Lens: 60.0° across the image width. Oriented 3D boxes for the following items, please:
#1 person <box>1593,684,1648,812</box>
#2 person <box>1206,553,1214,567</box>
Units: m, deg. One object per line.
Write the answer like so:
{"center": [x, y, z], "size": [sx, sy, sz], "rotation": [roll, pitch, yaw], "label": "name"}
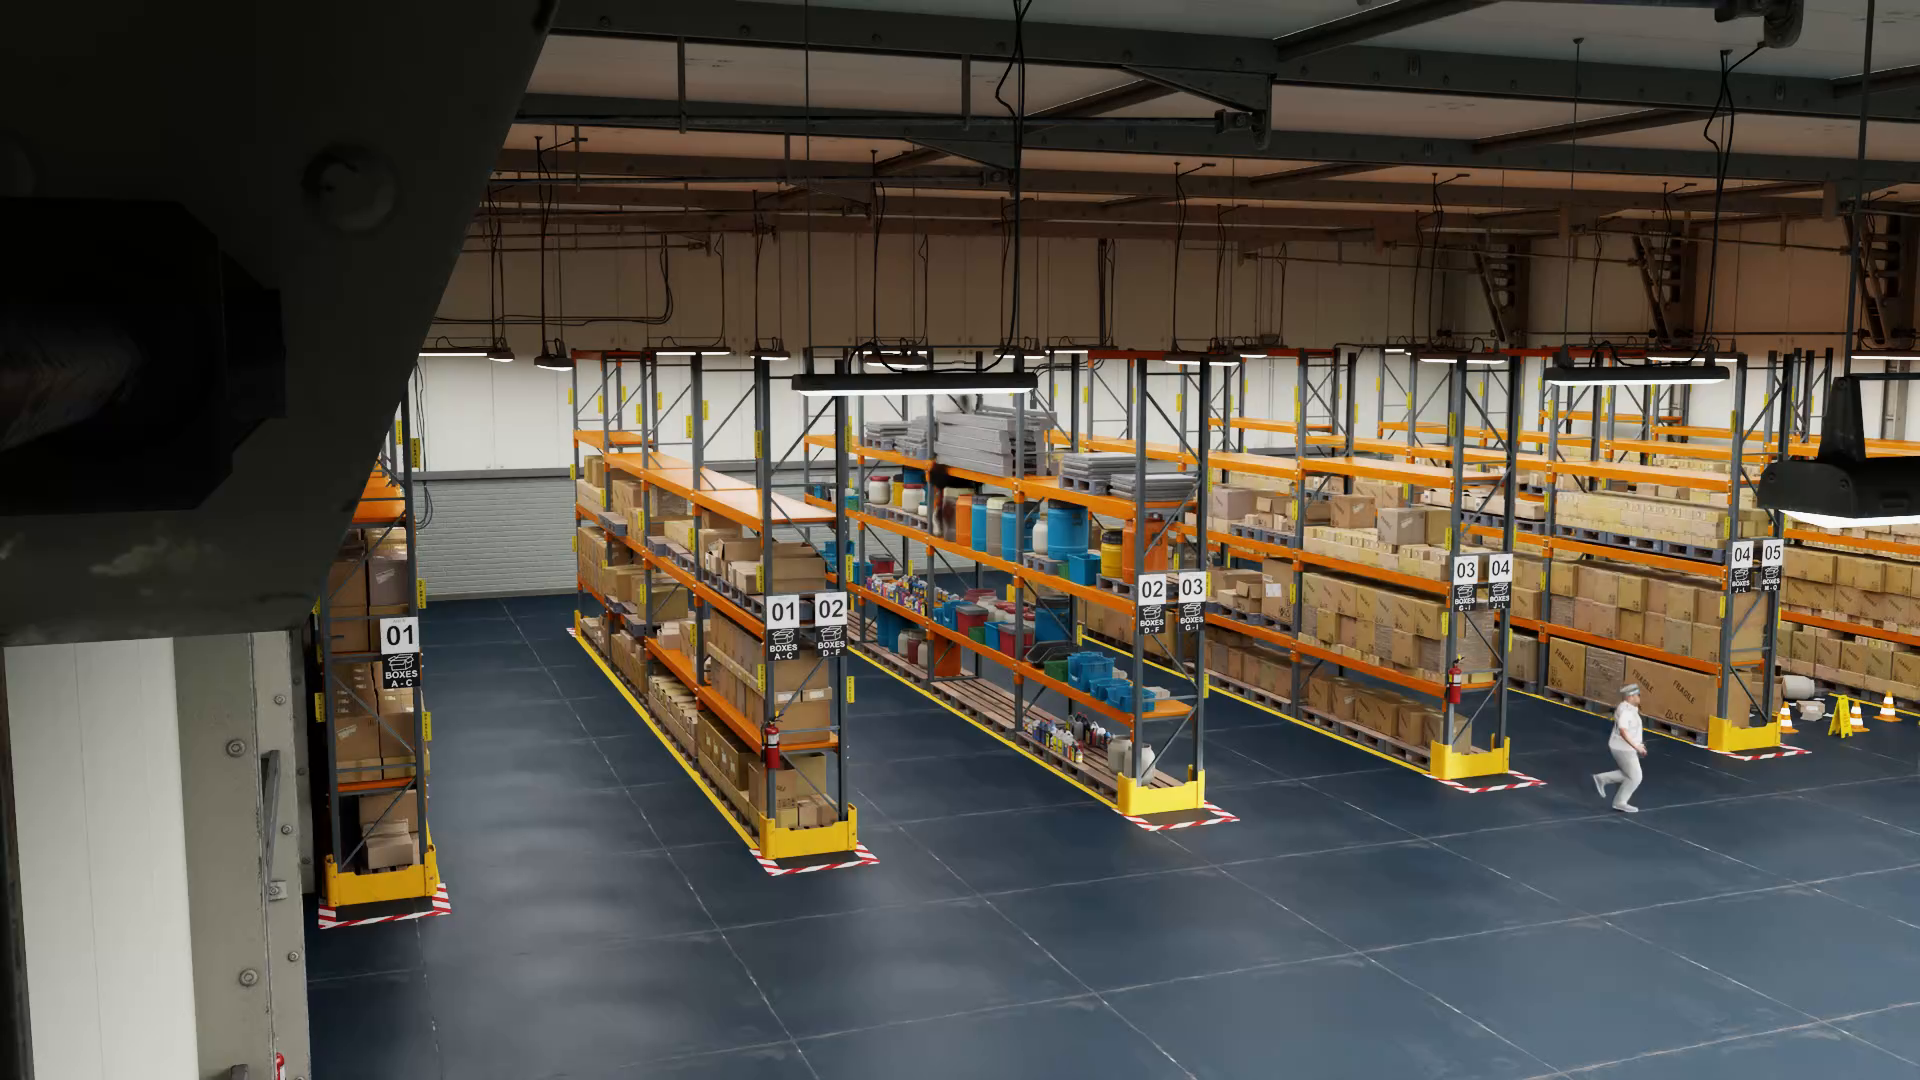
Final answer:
{"center": [8.780, 2.746, 22.097], "size": [0.635, 1.729, 0.645], "rotation": [2, 7, 16], "label": "person"}
{"center": [5.463, 0.857, 37.668], "size": [0.603, 1.646, 0.603], "rotation": [-2, 7, -13], "label": "person"}
